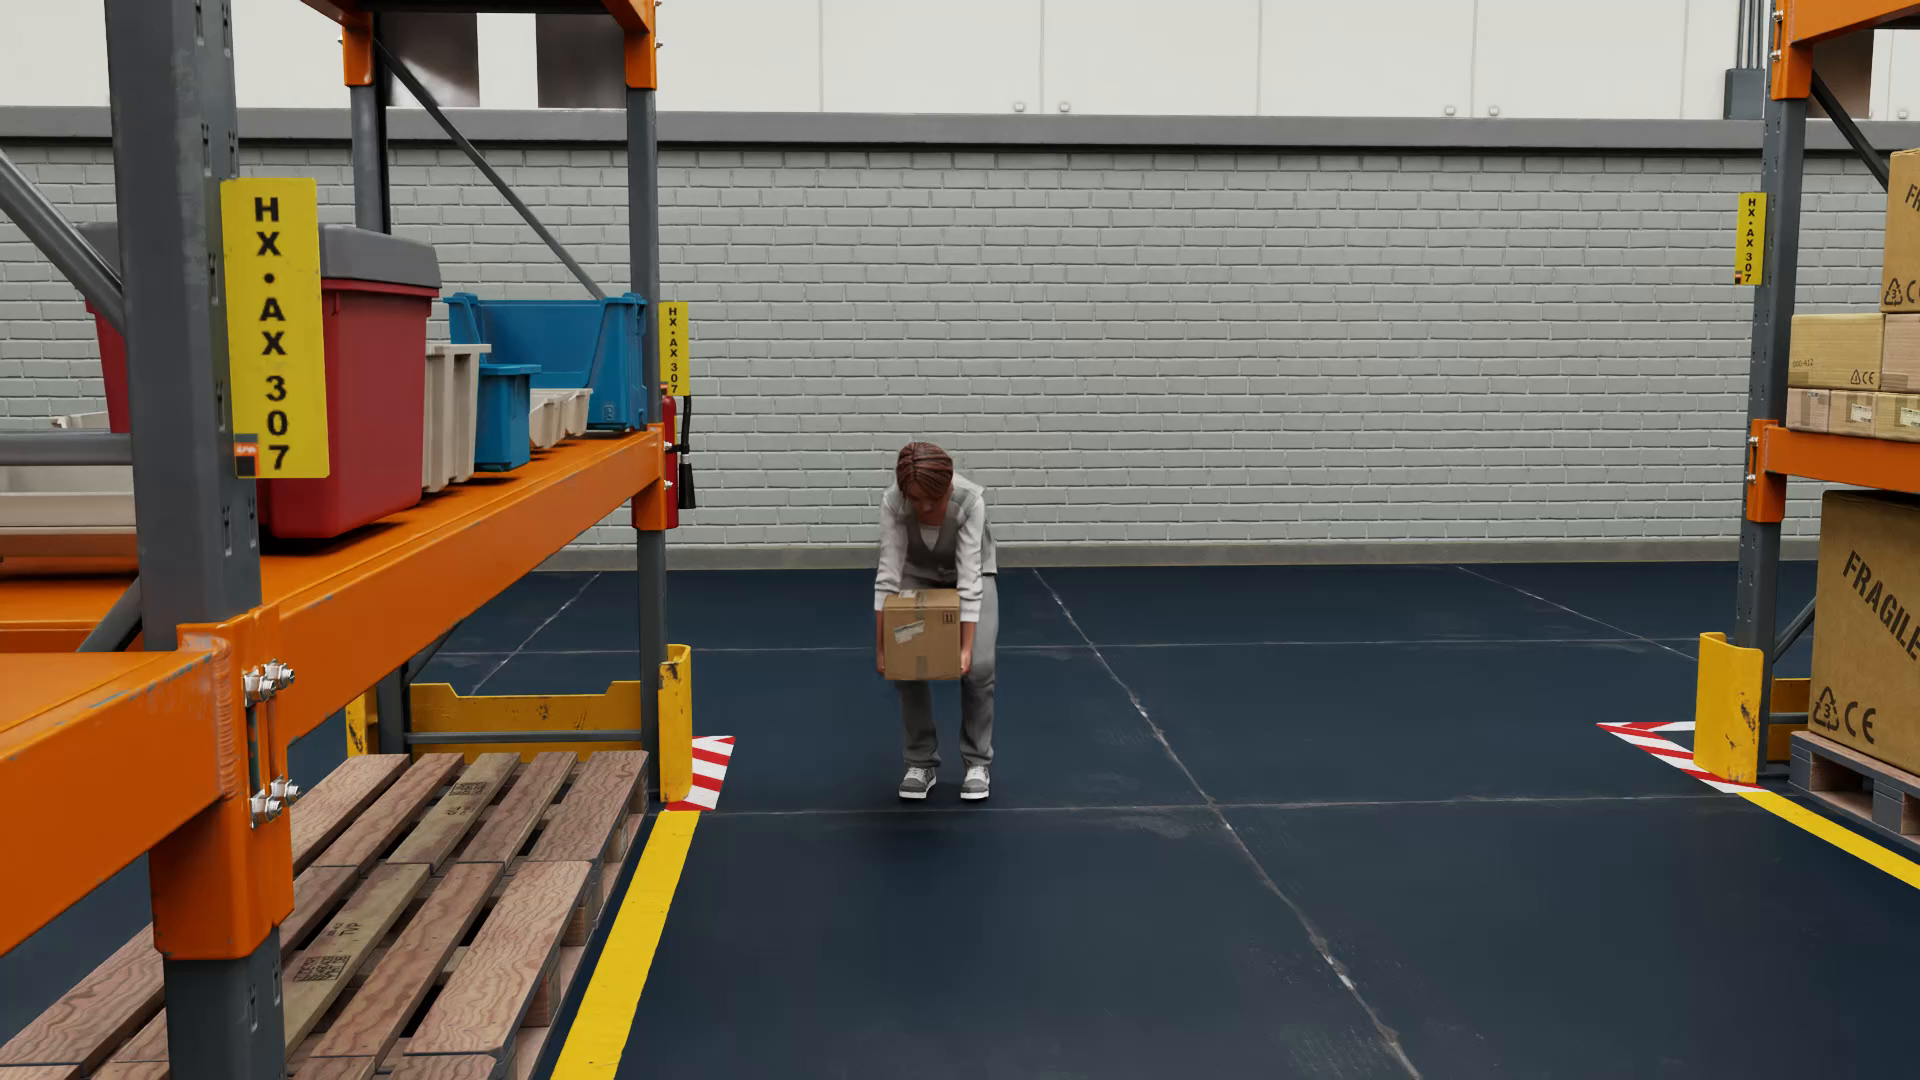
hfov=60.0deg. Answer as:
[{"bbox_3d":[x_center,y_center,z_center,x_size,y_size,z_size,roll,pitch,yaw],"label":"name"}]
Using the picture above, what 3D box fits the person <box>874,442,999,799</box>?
[{"bbox_3d":[-0.080,0.288,5.741,0.382,1.289,0.782,1,7,10],"label":"person"}]
